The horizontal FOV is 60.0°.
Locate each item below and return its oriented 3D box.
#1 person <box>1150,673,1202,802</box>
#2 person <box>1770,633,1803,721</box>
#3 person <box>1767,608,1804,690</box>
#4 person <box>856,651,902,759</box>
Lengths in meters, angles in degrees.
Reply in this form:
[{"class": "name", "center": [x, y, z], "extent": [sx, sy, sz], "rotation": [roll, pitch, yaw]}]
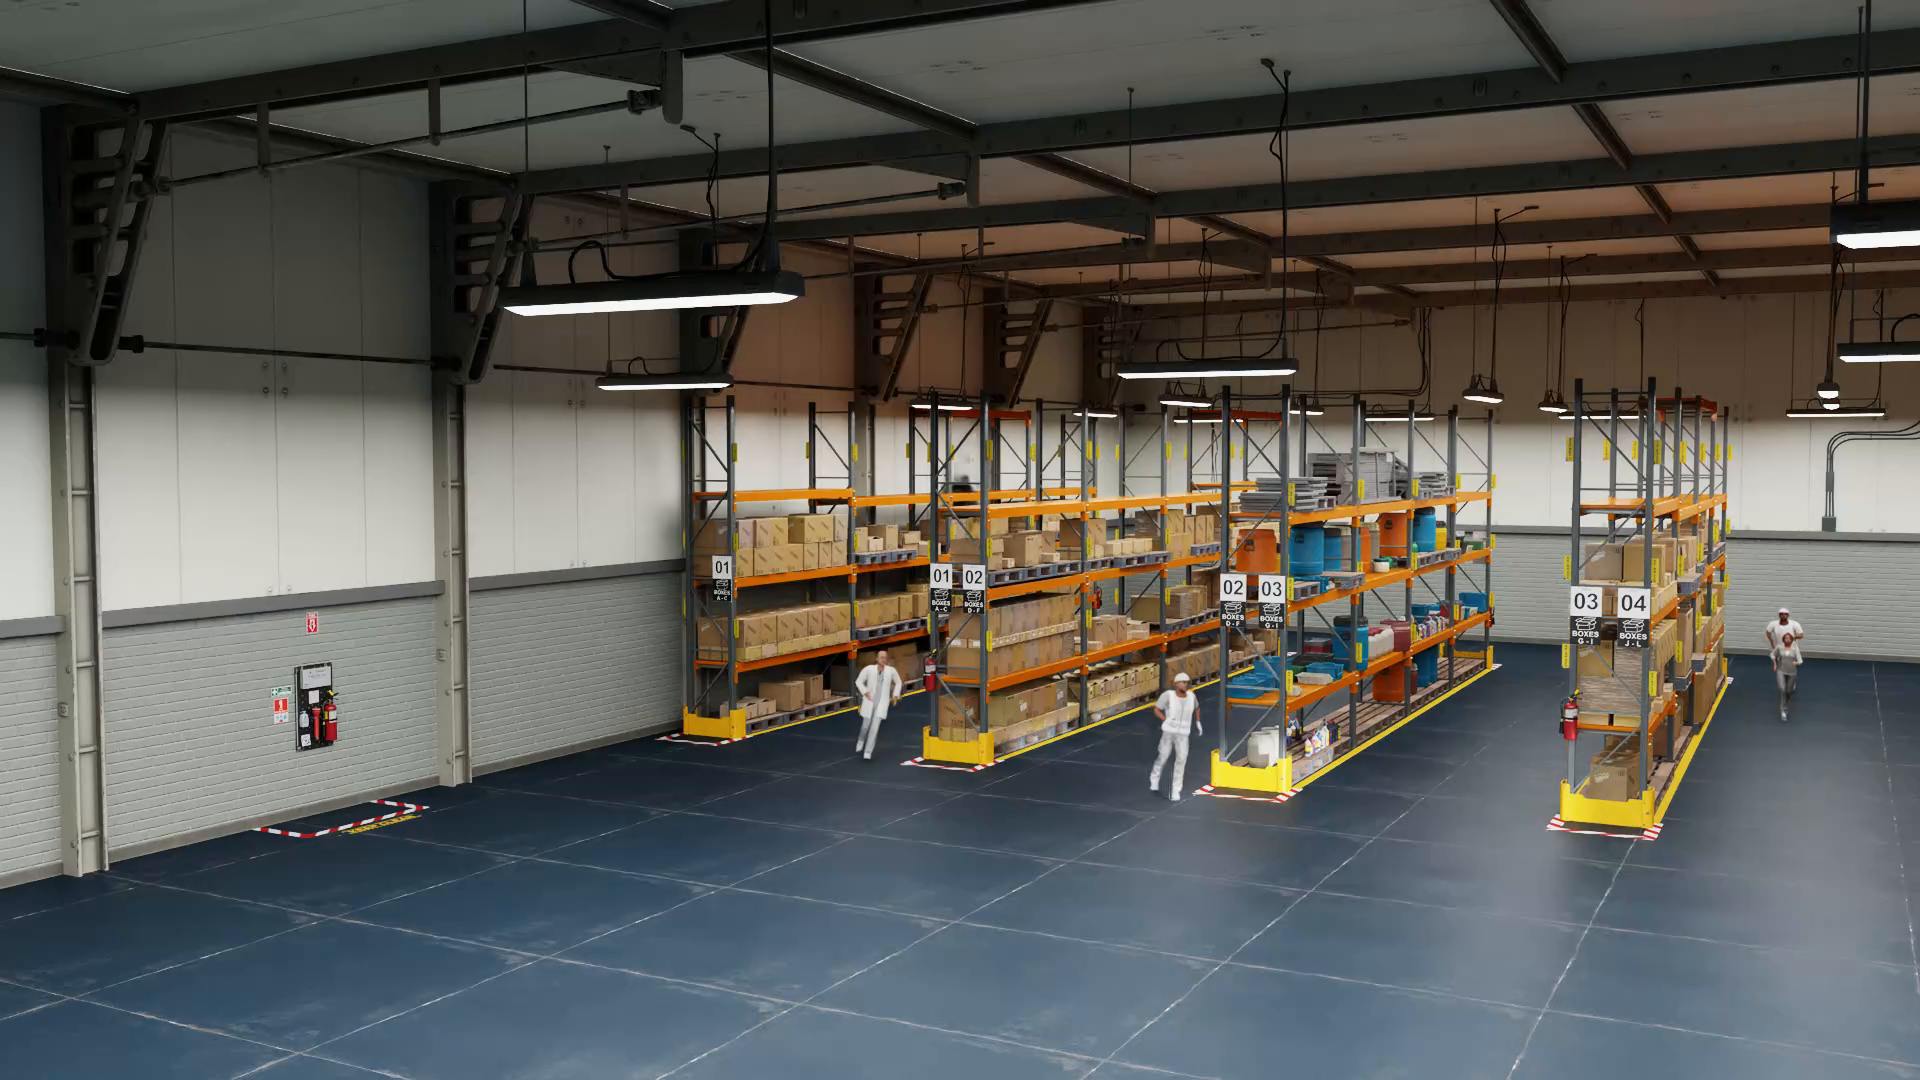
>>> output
[{"class": "person", "center": [3.179, 2.834, 24.194], "extent": [0.746, 1.807, 0.790], "rotation": [0, 3, -9]}, {"class": "person", "center": [15.563, 2.550, 31.318], "extent": [0.539, 1.596, 0.874], "rotation": [1, 3, 22]}, {"class": "person", "center": [17.167, 2.316, 34.610], "extent": [0.694, 1.822, 0.731], "rotation": [1, 3, 25]}, {"class": "person", "center": [-1.326, 2.689, 27.295], "extent": [0.770, 1.745, 0.897], "rotation": [0, 3, -6]}]
